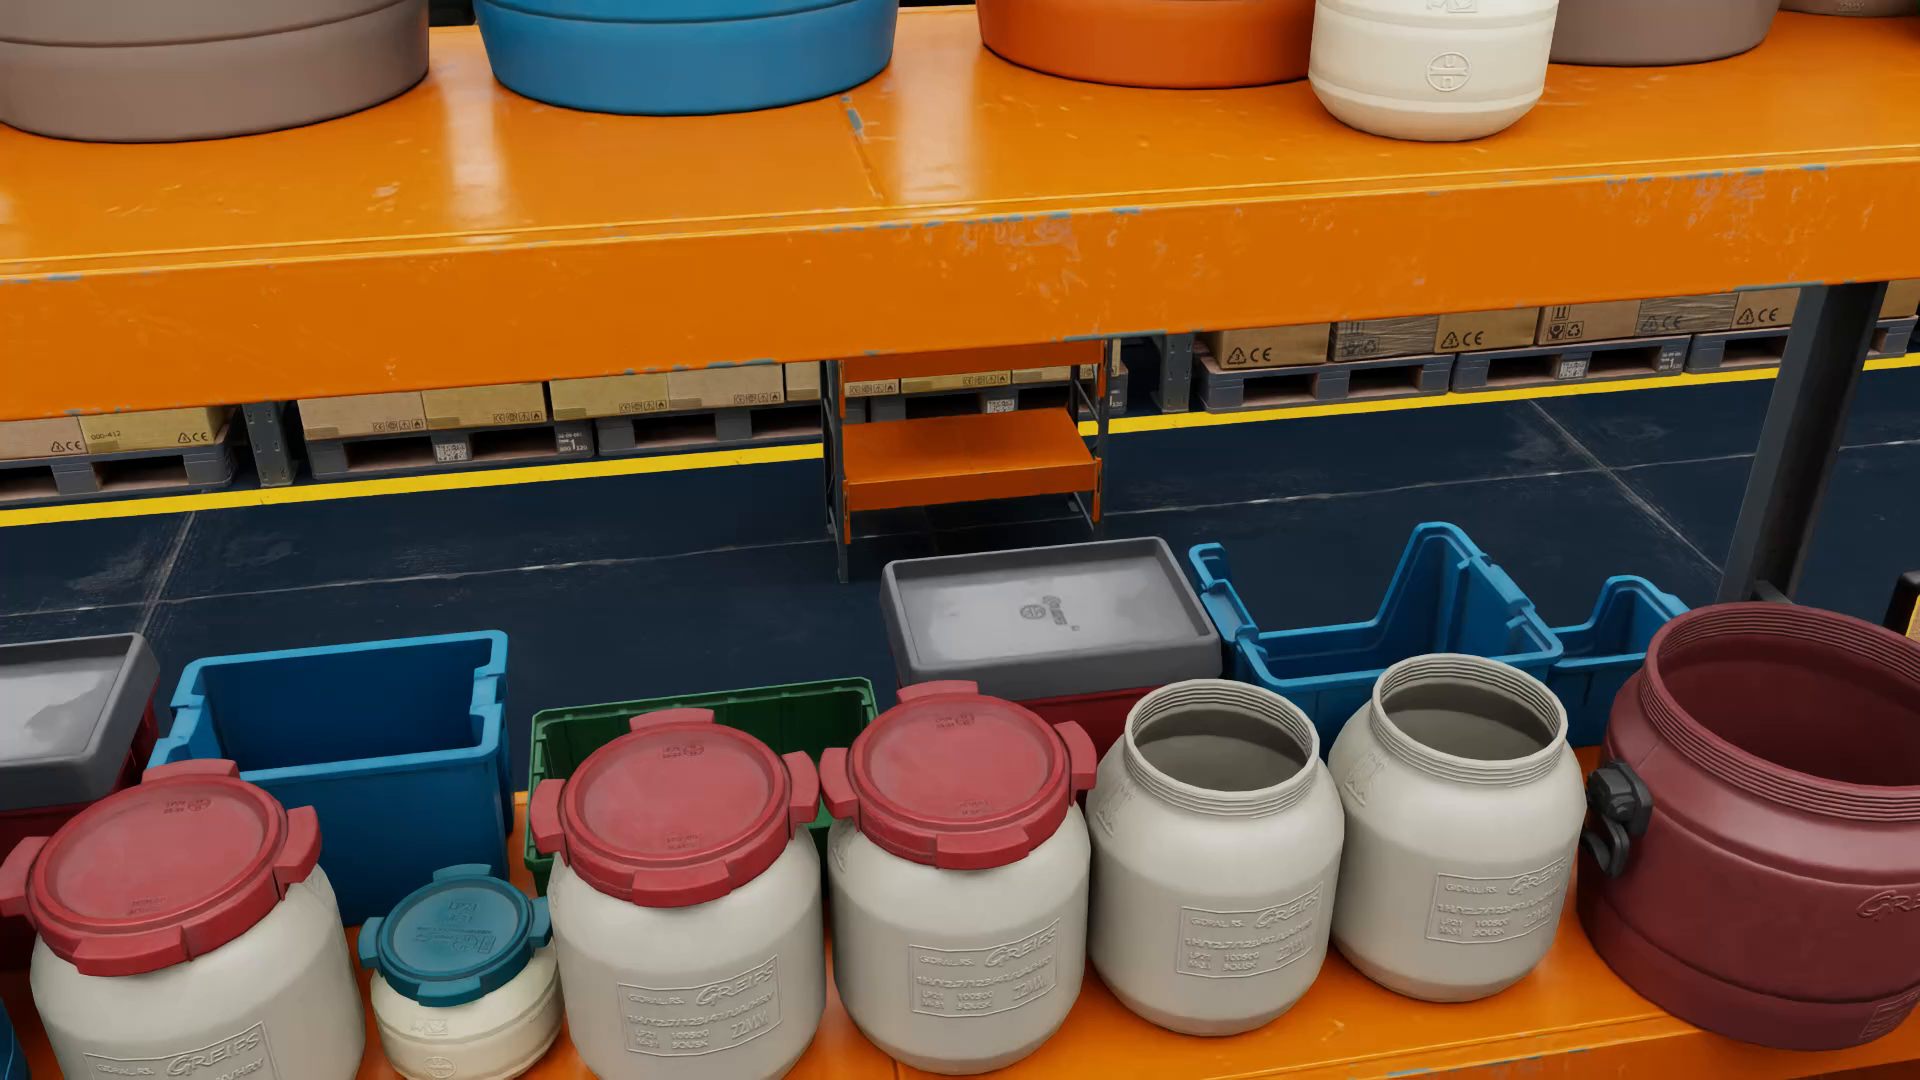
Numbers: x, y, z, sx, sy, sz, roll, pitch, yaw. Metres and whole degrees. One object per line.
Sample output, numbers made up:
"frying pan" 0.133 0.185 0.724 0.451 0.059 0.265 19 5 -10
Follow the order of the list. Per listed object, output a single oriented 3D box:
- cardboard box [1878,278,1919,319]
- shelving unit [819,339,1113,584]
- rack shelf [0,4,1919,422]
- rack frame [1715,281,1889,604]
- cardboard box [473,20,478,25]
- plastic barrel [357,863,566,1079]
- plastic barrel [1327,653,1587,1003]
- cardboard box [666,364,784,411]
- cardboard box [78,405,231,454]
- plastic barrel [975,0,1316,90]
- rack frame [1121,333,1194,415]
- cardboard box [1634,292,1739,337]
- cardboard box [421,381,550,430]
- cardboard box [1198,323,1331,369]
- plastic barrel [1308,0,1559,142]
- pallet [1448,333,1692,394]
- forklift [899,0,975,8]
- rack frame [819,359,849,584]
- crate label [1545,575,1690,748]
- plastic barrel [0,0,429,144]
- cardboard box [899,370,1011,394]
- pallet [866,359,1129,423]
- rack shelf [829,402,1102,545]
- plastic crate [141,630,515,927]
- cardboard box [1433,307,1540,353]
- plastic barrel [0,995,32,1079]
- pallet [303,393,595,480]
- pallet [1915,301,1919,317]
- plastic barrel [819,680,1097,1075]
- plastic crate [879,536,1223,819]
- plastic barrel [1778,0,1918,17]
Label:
"cardboard box" 4.417 -1.420 8.237 0.500 0.500 0.500 -5 31 -9
"shelving unit" 0.007 -0.486 6.466 1.048 1.125 0.538 -5 31 -9
"rack shelf" -0.163 -0.461 2.324 4.000 0.370 1.077 -5 31 -9
"rack frame" 1.805 0.340 3.213 0.127 3.000 1.000 -5 31 -9
"cardboard box" -1.742 -1.918 6.954 0.500 0.500 0.500 -3 31 -5
"plastic barrel" -0.800 0.720 2.702 0.301 0.262 0.301 0 30 0
"plastic barrel" 0.831 0.492 2.844 0.421 0.512 0.421 0 30 0
"cardboard box" -1.065 -0.815 7.475 0.500 0.250 0.500 -5 31 -8
"cardboard box" -3.435 -0.609 7.126 0.500 0.250 0.500 -5 31 -9
"plastic barrel" 0.314 -1.112 2.299 0.708 0.830 0.600 -5 31 -9
"rack frame" 0.916 -2.130 7.413 0.127 3.000 1.000 -5 31 -9
"cardboard box" 3.436 -1.333 8.090 0.500 0.500 0.500 -5 31 -8
"cardboard box" -2.074 -0.720 7.314 0.500 0.250 0.500 -5 31 -8
"cardboard box" 1.415 -1.141 7.764 0.500 0.500 0.500 -4 31 -7
"plastic barrel" 0.596 -0.661 2.092 0.301 0.262 0.301 0 30 0
"pallet" 2.855 -1.087 8.391 1.213 0.211 1.003 -5 31 -9
"forklift" -0.273 -3.577 9.942 1.130 2.935 3.031 5 31 8
"rack frame" -0.493 -0.439 6.387 0.032 1.125 0.500 -5 31 -9
"crate label" 1.323 0.264 3.508 0.416 0.233 0.303 -5 31 -9
"plastic barrel" -1.026 -1.018 2.069 0.600 0.901 0.600 0 30 0
"cardboard box" -0.064 -0.907 7.632 0.500 0.250 0.500 -6 31 -10
"pallet" 0.099 -0.872 8.025 1.213 0.211 1.003 -5 31 -9
"rack shelf" 0.007 -0.275 6.590 1.000 0.278 0.538 -5 31 -9
"plastic crate" -1.101 0.456 3.031 0.575 0.384 0.392 -5 31 -9
"cardboard box" 2.424 -1.235 7.923 0.500 0.500 0.500 -6 31 -10
"plastic barrel" -1.695 0.605 2.268 0.708 0.901 0.600 -5 31 -9
"pallet" -2.301 -0.650 7.647 1.213 0.211 1.003 -5 31 -9
"pallet" 5.526 -1.355 8.847 1.213 0.211 1.003 -5 31 -9
"plastic barrel" -0.002 0.562 2.701 0.433 0.535 0.433 0 30 0
"plastic crate" 0.160 0.307 3.205 0.583 0.464 0.402 -5 31 -9
"plastic barrel" 1.444 -1.126 2.636 0.421 0.512 0.421 0 30 0
